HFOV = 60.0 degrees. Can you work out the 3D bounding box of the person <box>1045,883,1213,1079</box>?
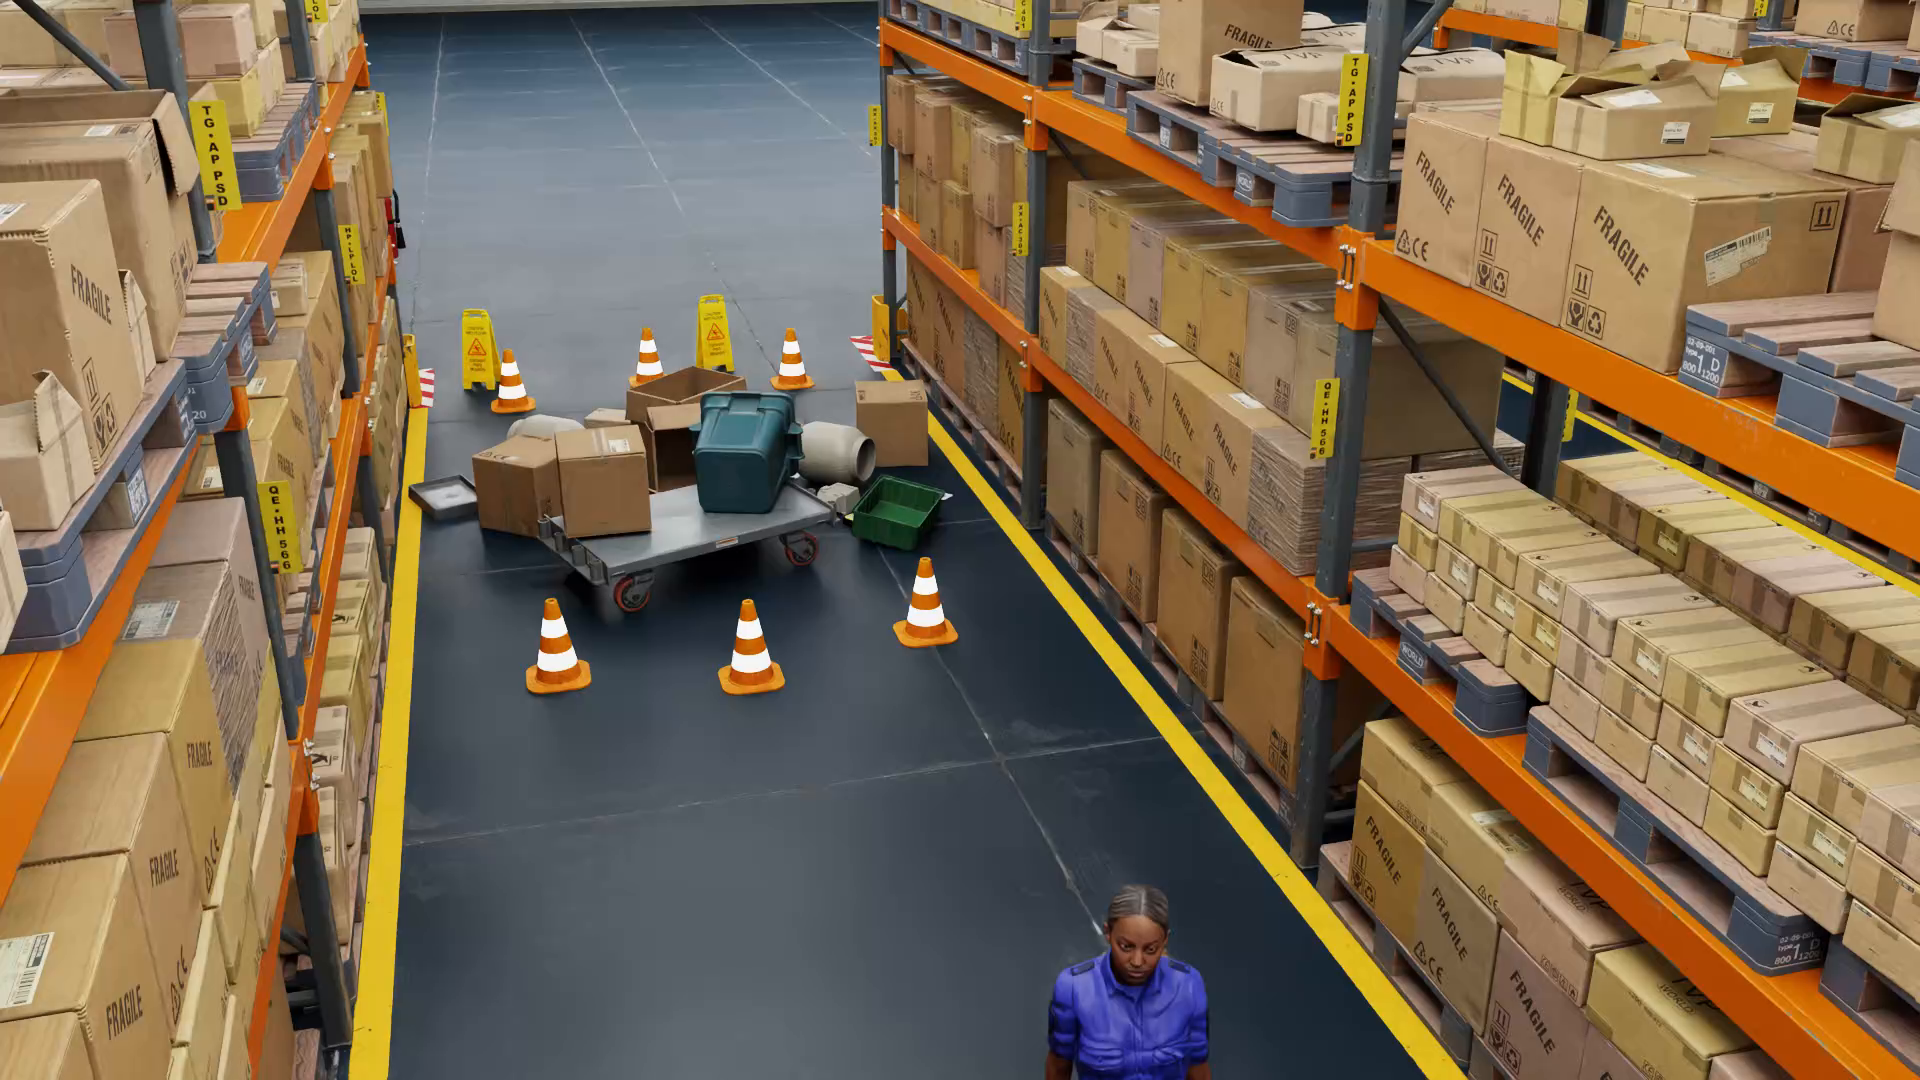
[{"bbox_3d":[0.471,1.718,4.579,0.445,1.703,0.475,-3,23,-7],"label":"person"}]
